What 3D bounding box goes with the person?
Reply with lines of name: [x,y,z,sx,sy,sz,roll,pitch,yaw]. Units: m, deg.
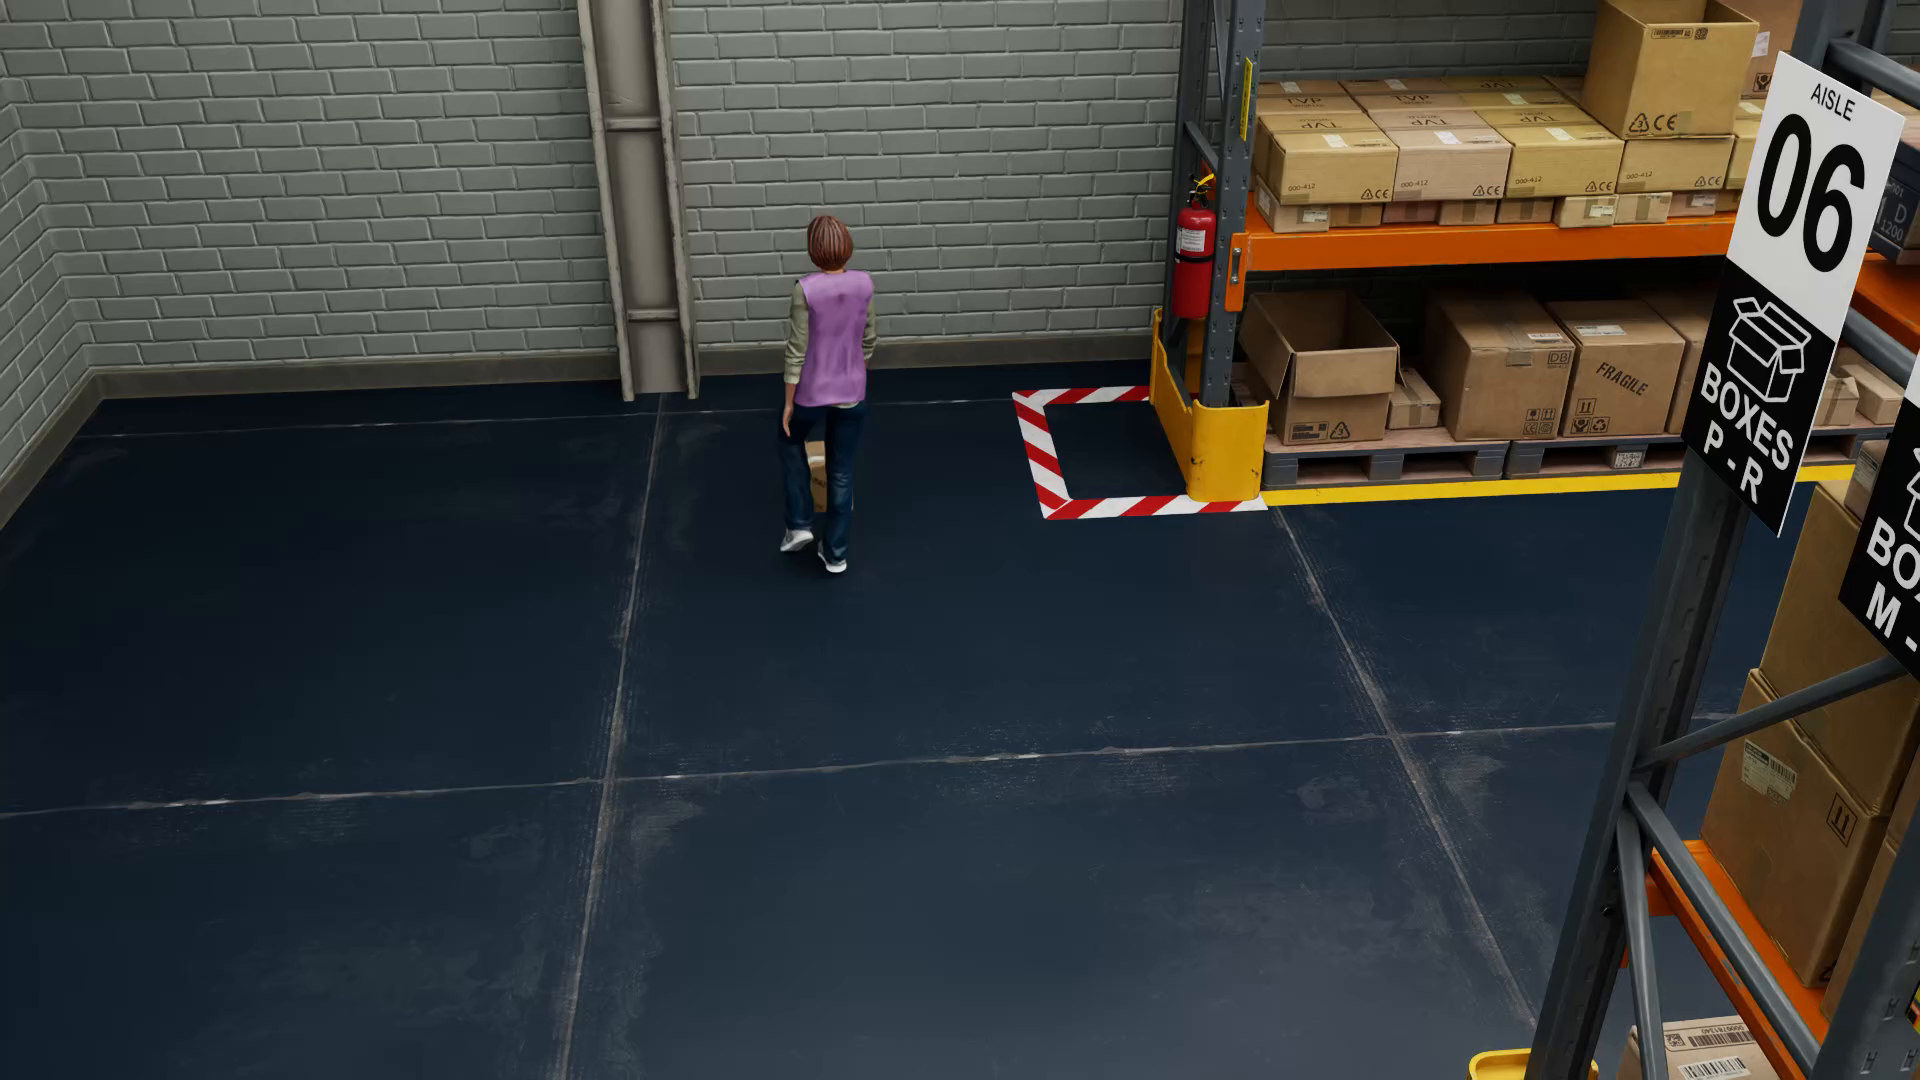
person: [-0.571,-0.617,7.138,0.461,1.616,0.431,-11,33,-17]
